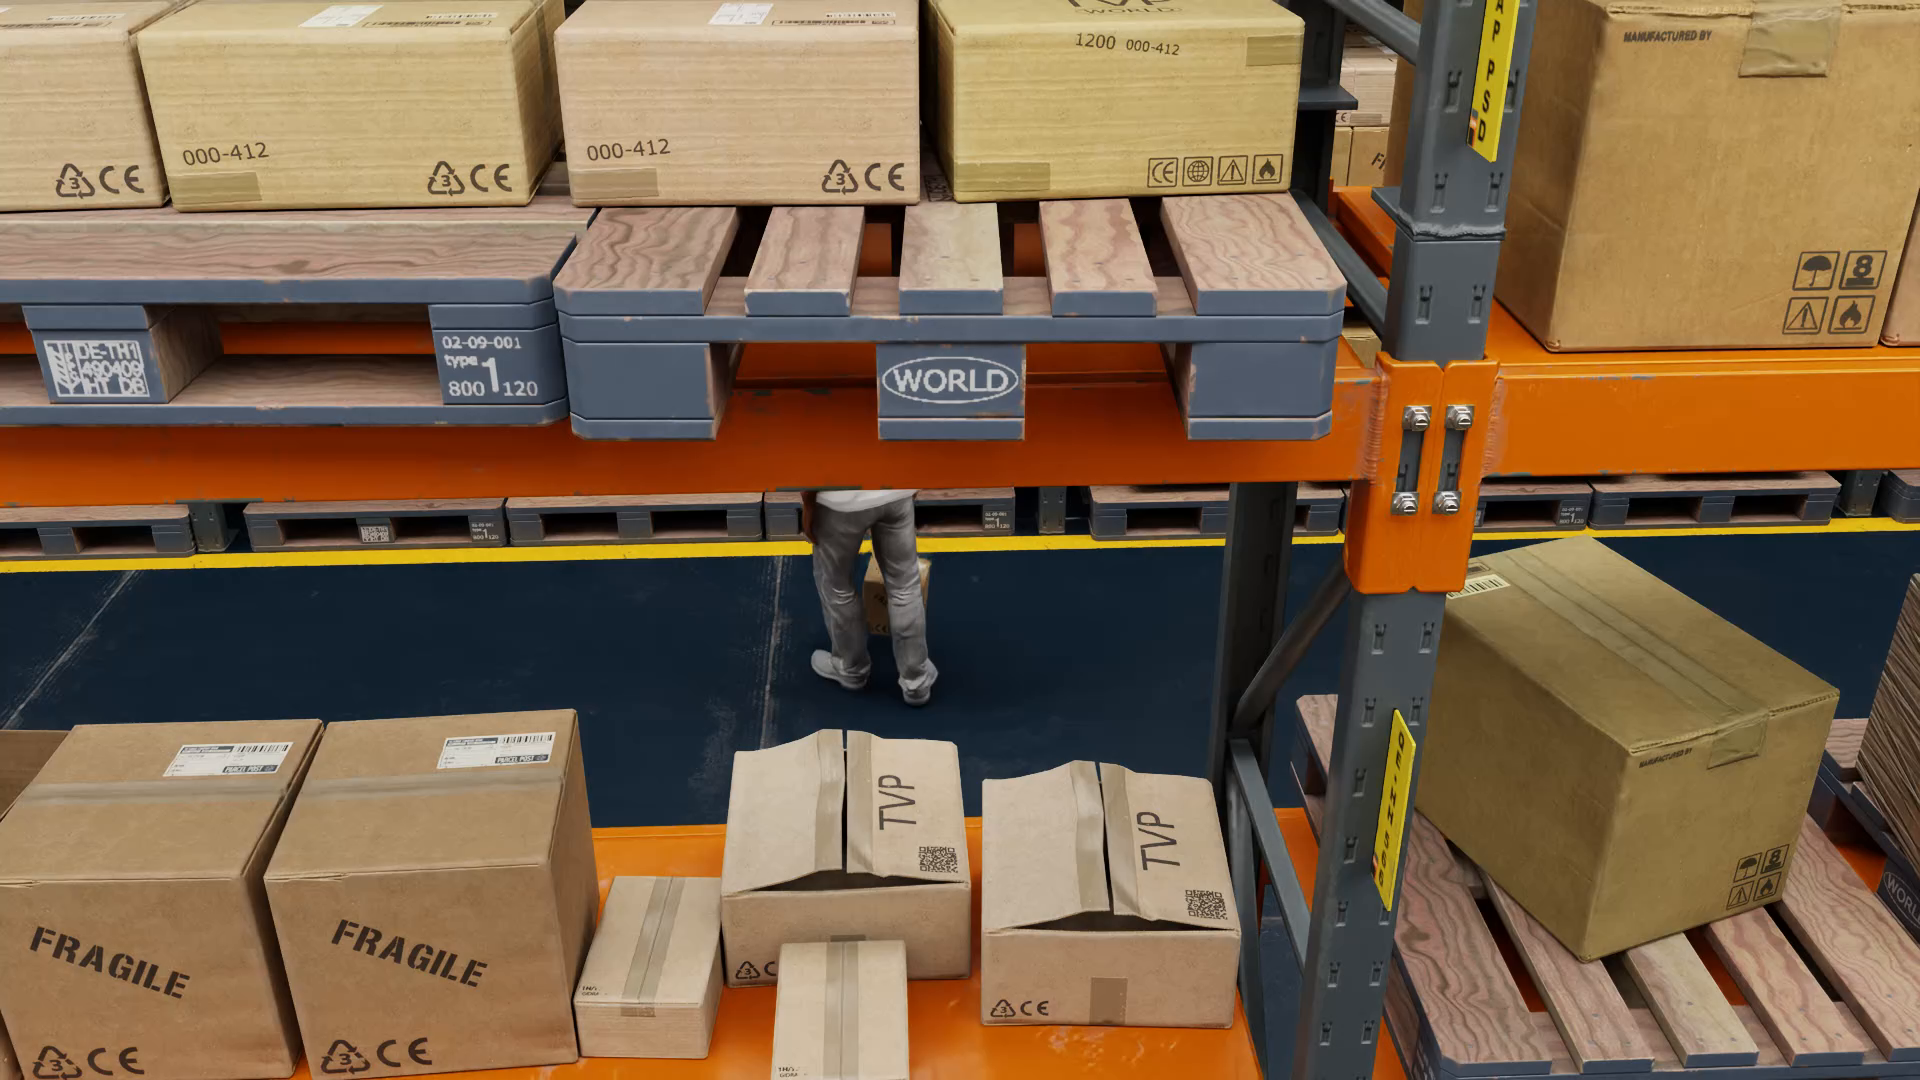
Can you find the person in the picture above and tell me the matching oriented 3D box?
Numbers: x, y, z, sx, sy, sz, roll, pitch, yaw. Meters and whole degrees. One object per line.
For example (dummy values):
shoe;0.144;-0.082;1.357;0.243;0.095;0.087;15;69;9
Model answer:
person;-0.375;-0.184;6.452;0.581;1.761;0.556;-15;31;-26
